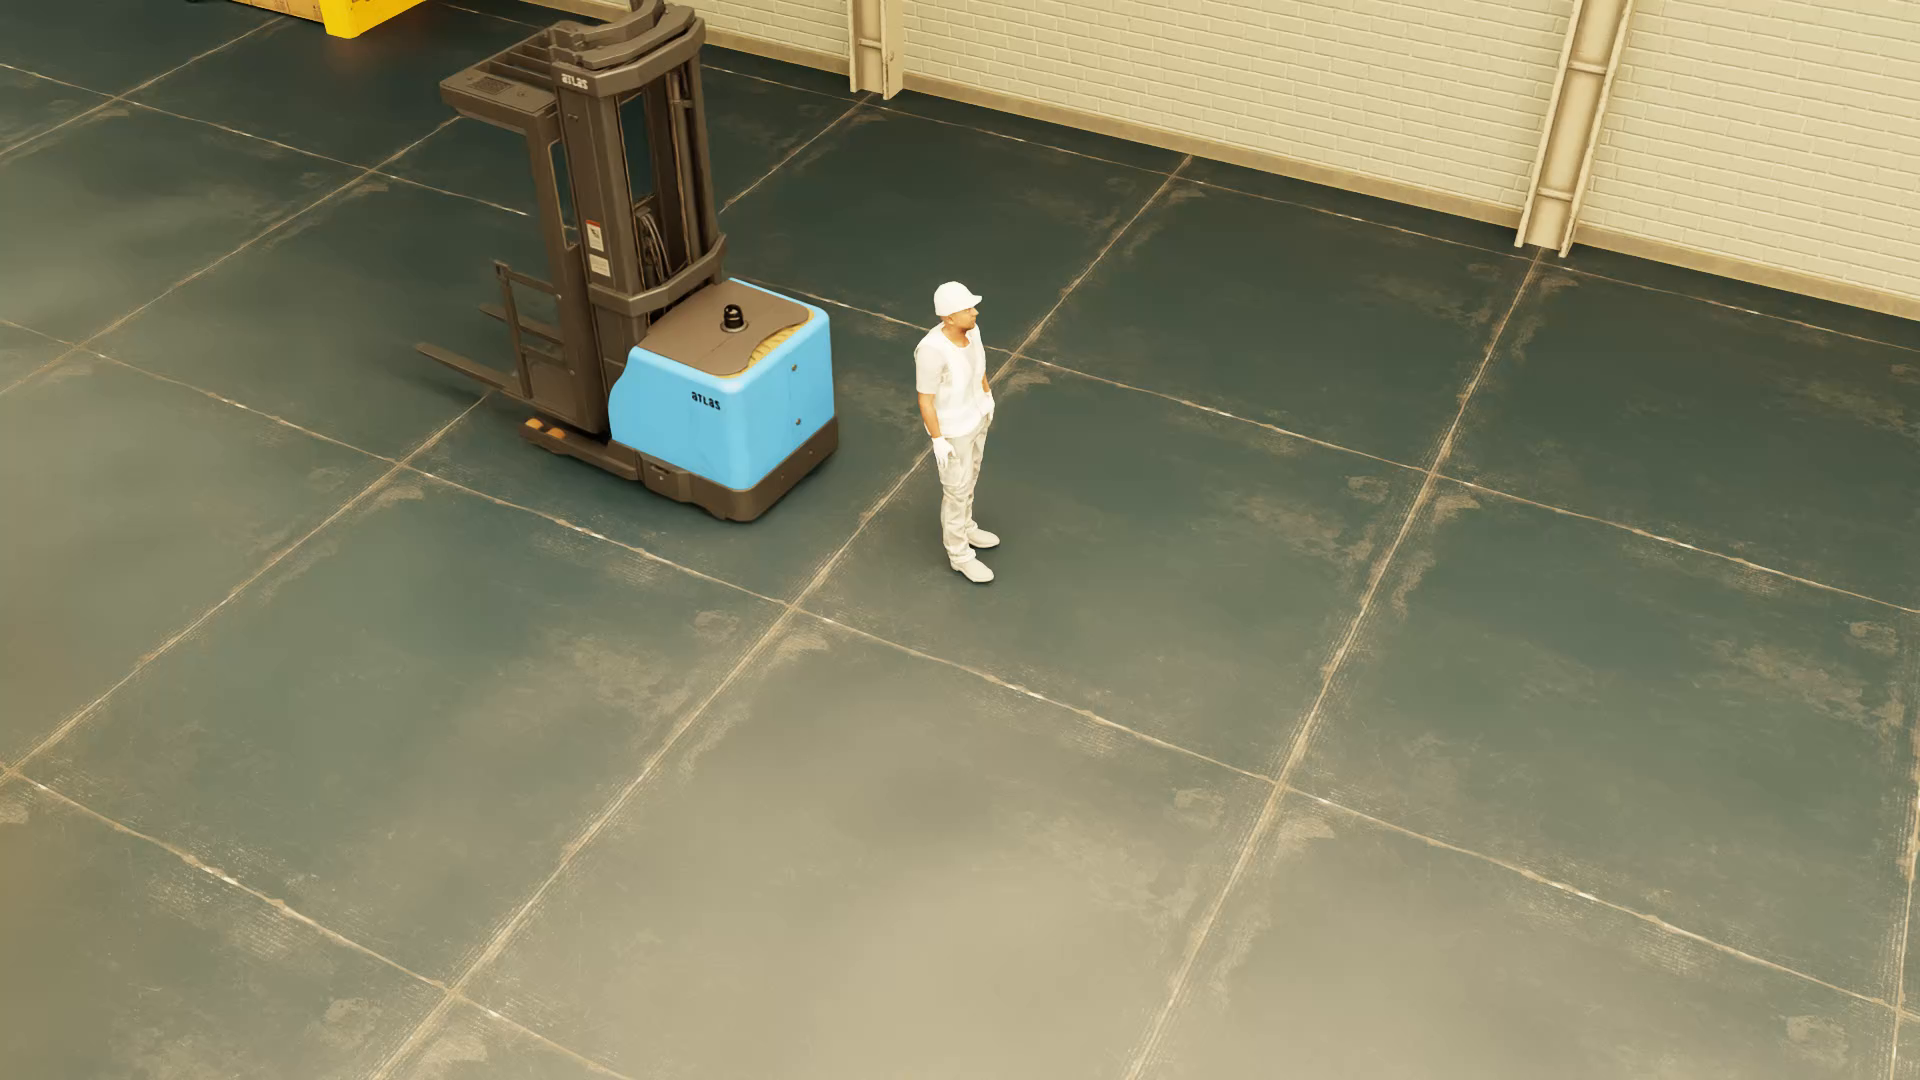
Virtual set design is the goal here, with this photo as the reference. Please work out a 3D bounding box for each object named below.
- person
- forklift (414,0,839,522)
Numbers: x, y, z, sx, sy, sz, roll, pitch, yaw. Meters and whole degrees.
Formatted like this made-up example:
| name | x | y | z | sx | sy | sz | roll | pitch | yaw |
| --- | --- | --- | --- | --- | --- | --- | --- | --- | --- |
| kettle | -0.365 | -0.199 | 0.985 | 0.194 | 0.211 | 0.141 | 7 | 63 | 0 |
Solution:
| name | x | y | z | sx | sy | sz | roll | pitch | yaw |
| --- | --- | --- | --- | --- | --- | --- | --- | --- | --- |
| person | 0.061 | -0.660 | 9.654 | 0.575 | 1.779 | 0.656 | 18 | 43 | 21 |
| forklift | -2.317 | -1.955 | 10.308 | 3.031 | 2.935 | 1.130 | 22 | 45 | 24 |
